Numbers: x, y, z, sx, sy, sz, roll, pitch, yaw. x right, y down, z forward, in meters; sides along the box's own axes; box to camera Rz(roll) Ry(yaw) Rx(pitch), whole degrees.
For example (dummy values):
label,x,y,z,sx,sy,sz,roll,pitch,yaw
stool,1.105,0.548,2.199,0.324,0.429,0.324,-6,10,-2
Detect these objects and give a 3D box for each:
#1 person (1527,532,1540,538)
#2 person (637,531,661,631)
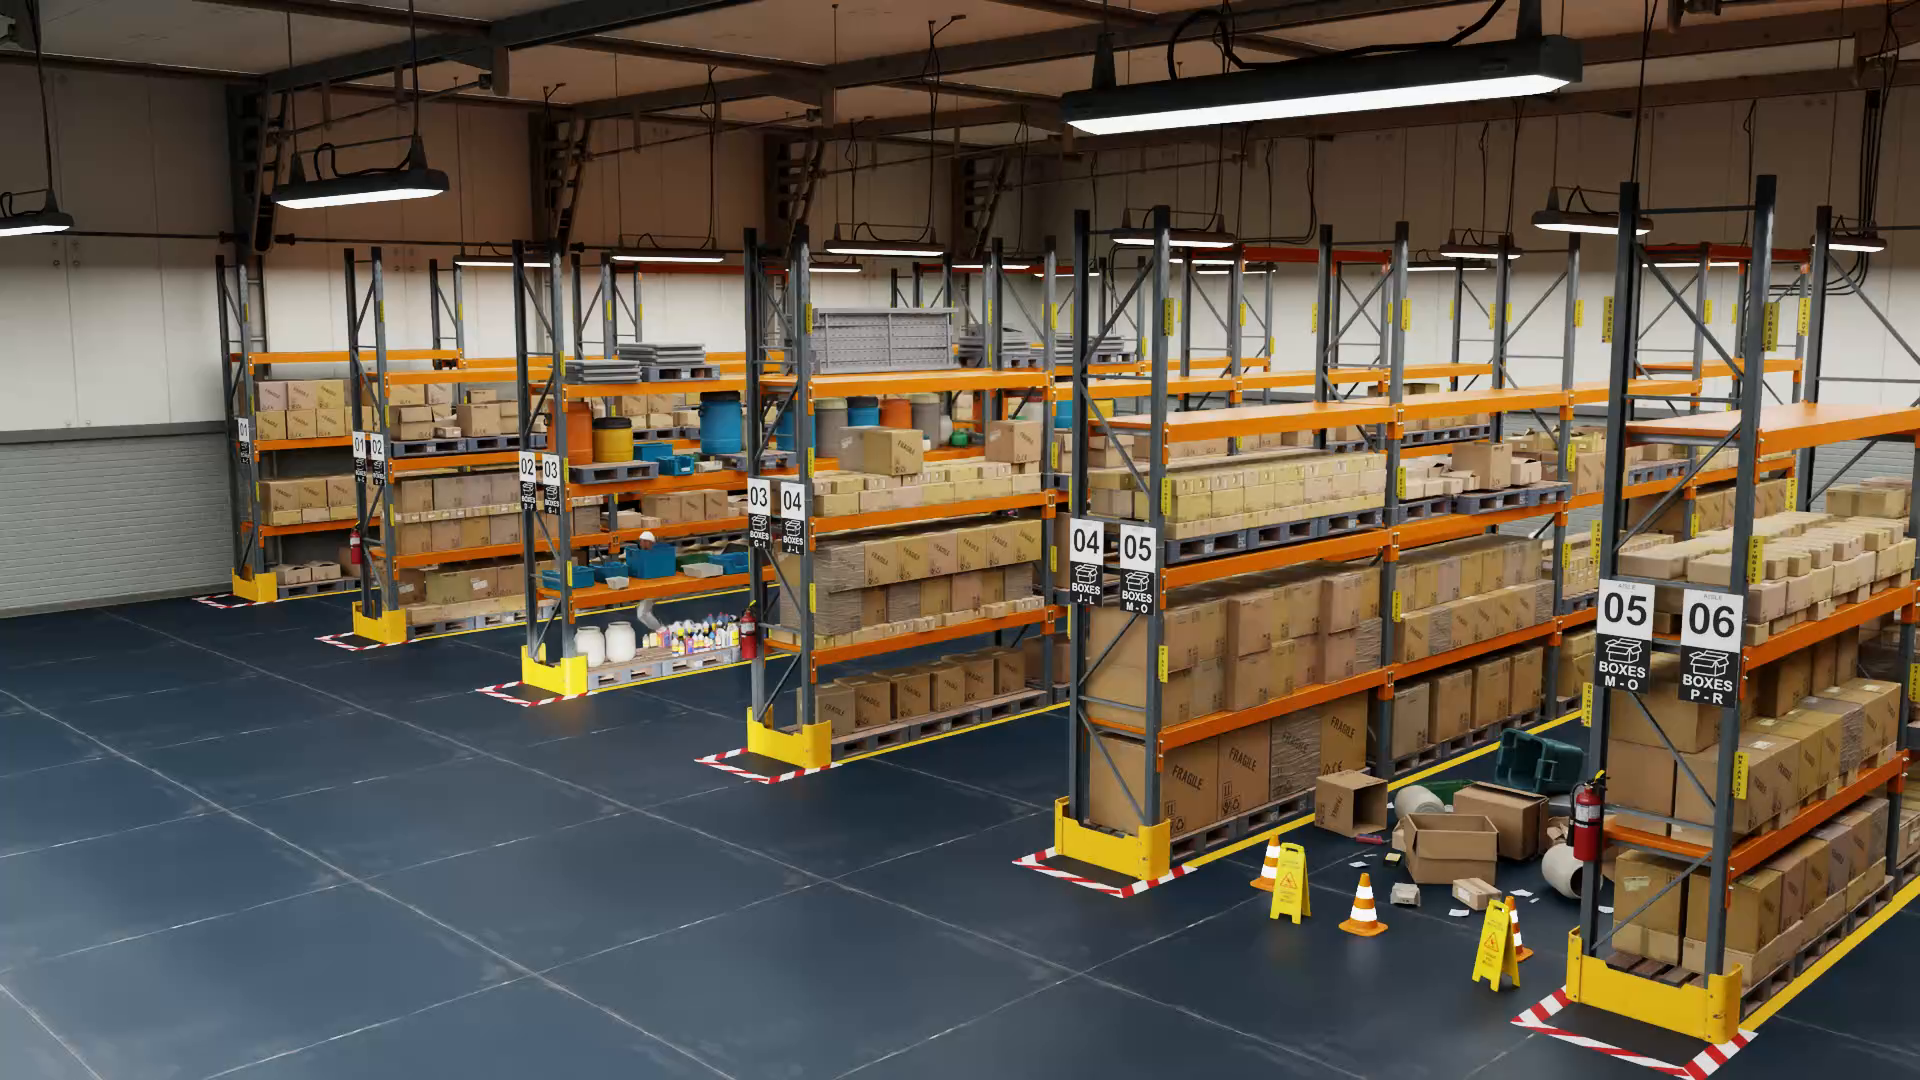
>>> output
label,x,y,z,sx,sy,sz,roll,pitch,yaw
person,8.621,0.753,25.111,0.701,1.747,0.880,7,11,41
person,-4.761,0.739,25.172,0.627,1.747,0.638,7,11,41
